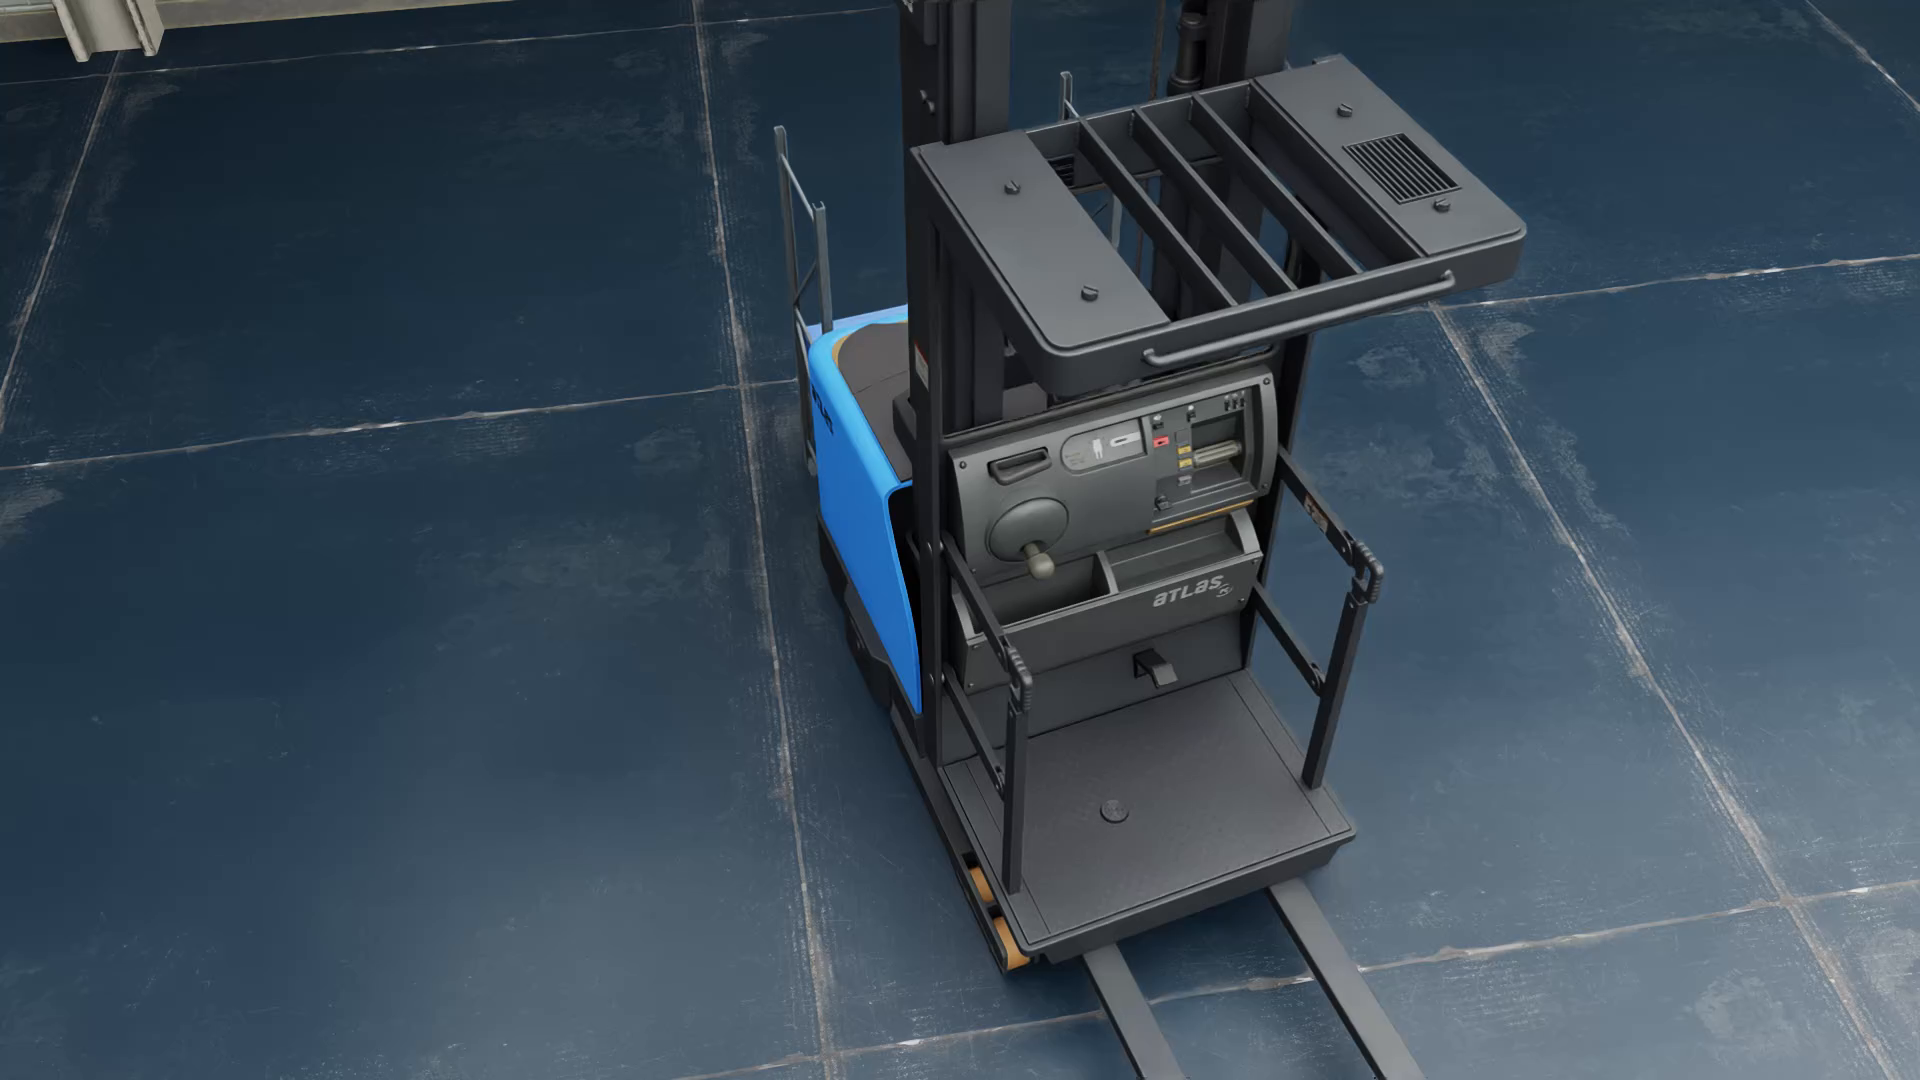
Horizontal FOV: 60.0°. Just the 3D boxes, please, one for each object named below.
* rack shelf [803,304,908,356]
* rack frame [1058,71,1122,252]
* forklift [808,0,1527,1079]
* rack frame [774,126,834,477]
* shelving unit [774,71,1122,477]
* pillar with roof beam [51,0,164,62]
[{"bbox_3d":[-0.037,-0.672,6.106,1.000,0.185,0.538,-14,48,-13],"label":"rack shelf"},{"bbox_3d":[0.442,-0.920,6.095,0.032,1.500,0.500,-14,48,-13],"label":"rack frame"},{"bbox_3d":[0.506,-0.079,4.291,1.130,2.935,3.031,-16,48,-15],"label":"forklift"},{"bbox_3d":[-0.516,-0.674,5.858,0.032,1.500,0.500,-14,48,-13],"label":"rack frame"},{"bbox_3d":[-0.037,-0.797,5.976,1.048,1.500,0.538,-14,48,-13],"label":"shelving unit"},{"bbox_3d":[-3.690,-2.686,2.589,0.400,9.000,9.100,-7,46,-7],"label":"pillar with roof beam"}]
